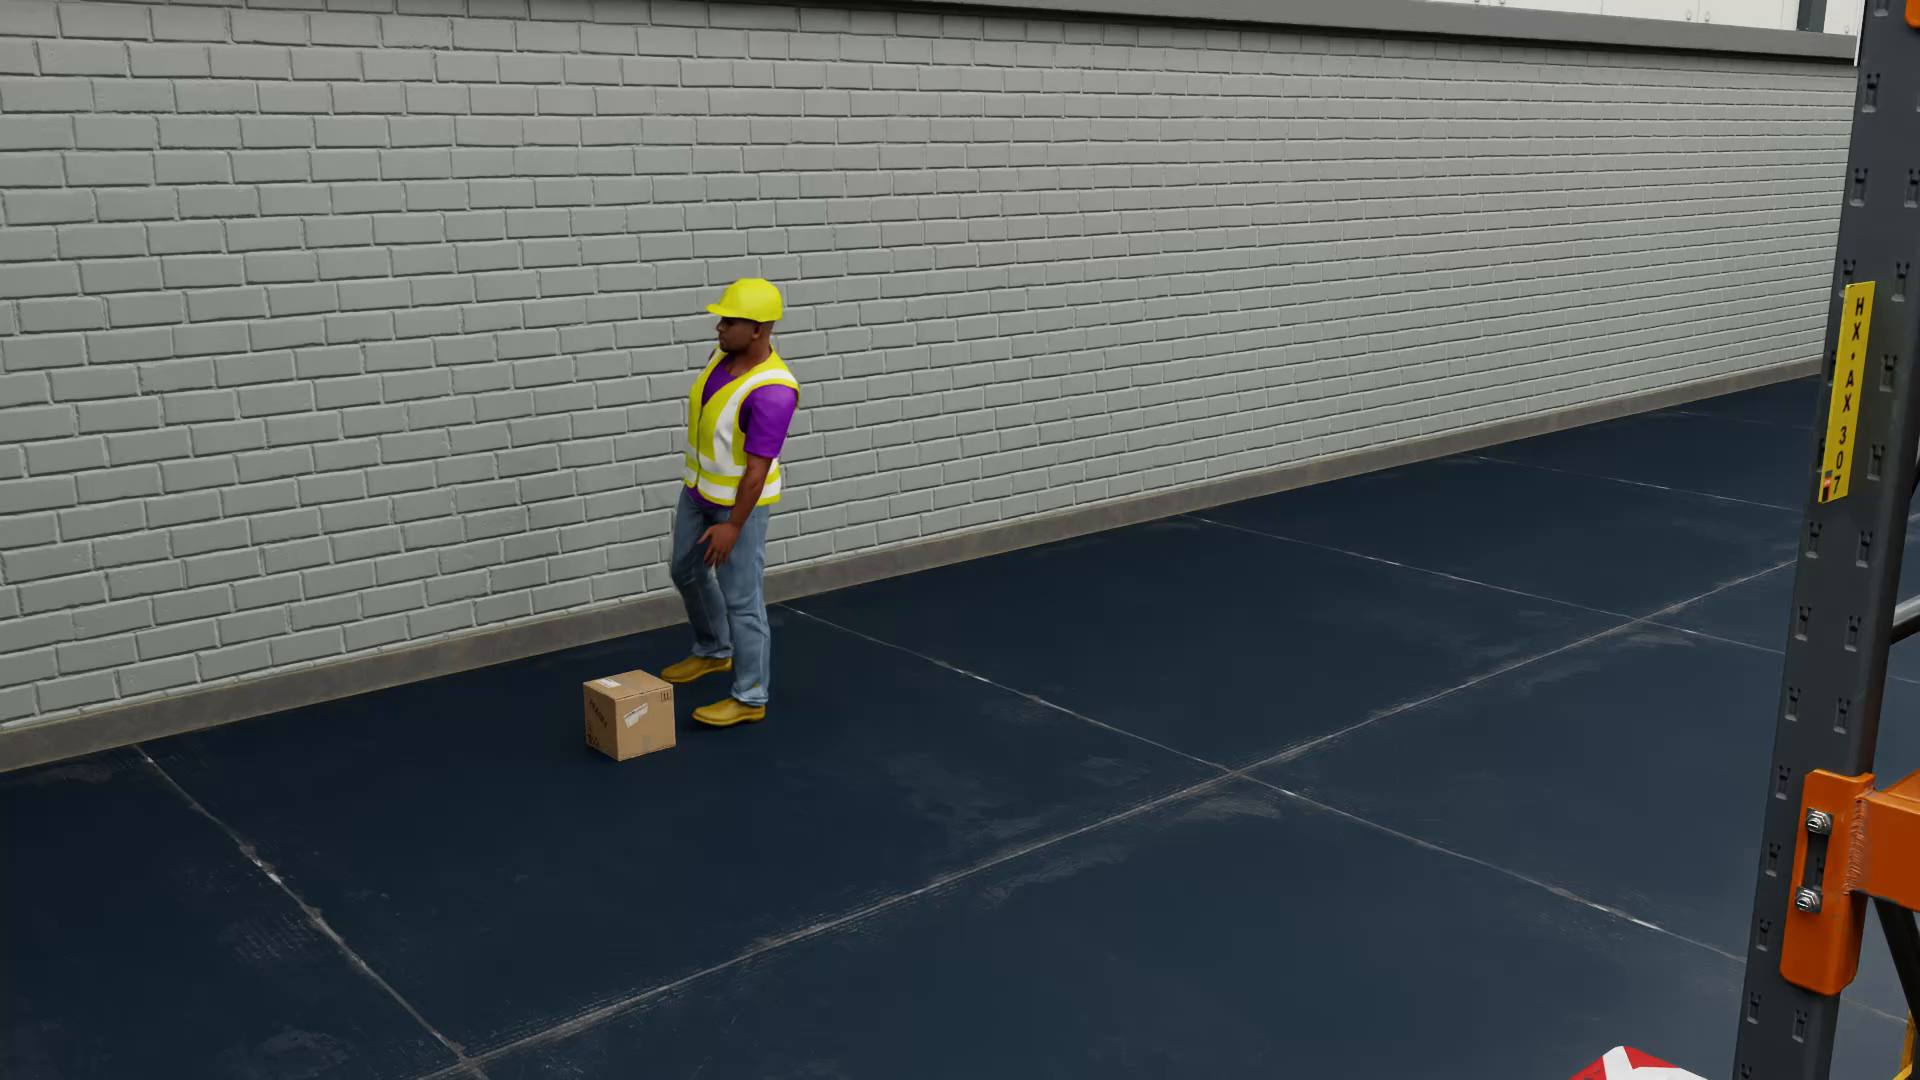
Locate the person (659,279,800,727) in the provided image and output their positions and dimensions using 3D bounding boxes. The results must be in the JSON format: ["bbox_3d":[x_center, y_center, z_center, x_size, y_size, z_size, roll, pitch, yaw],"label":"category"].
[{"bbox_3d":[-0.951,-0.147,6.520,0.426,1.770,0.815,-12,18,-40],"label":"person"}]
